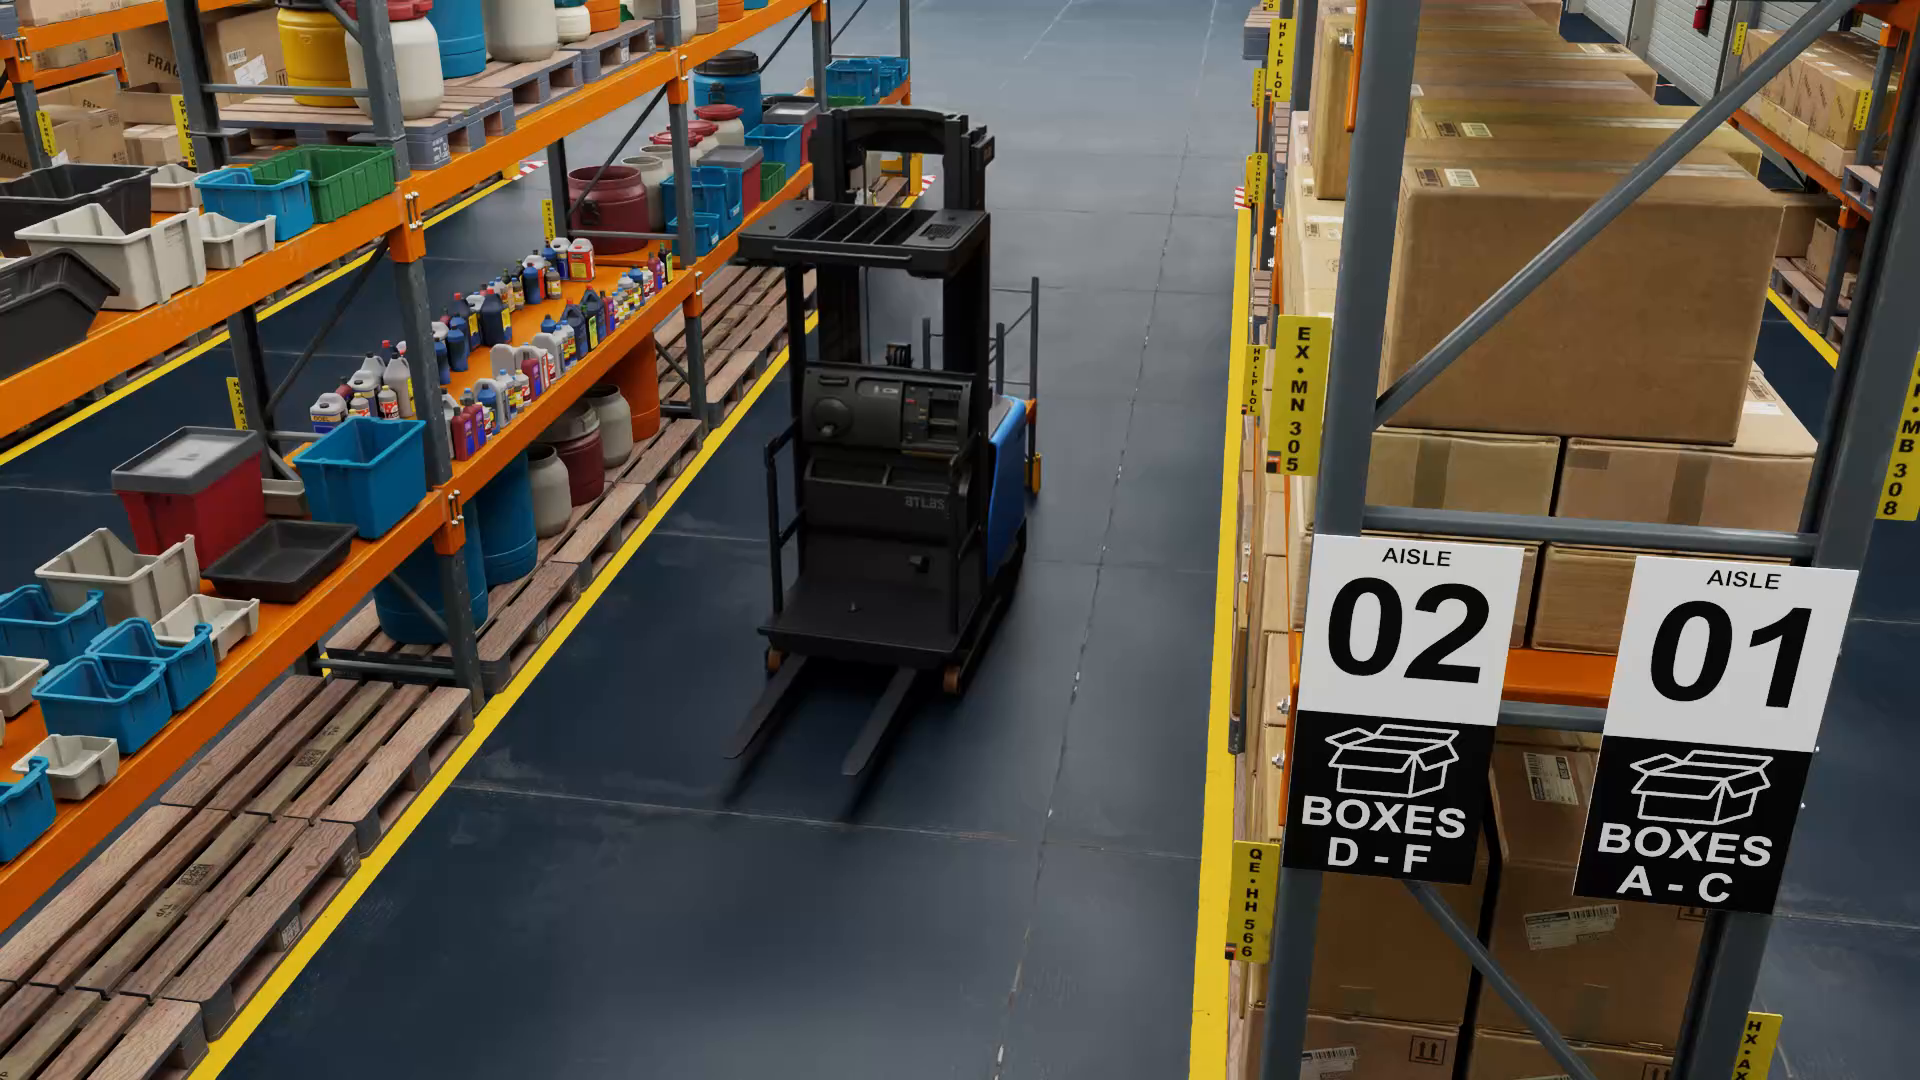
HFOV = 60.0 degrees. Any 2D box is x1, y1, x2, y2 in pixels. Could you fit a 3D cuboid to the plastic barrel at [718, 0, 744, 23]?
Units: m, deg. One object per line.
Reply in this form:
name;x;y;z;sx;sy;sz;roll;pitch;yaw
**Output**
plastic barrel;-1.925;-4.316;12.388;0.600;0.830;0.708;4;25;9

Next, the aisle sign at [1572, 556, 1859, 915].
aisle sign;1.477;0.401;3.288;0.394;0.787;0.004;4;25;9

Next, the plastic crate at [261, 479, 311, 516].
plastic crate;-3.251;-0.211;7.903;0.396;0.136;0.243;4;25;9

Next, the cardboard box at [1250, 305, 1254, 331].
cardboard box;2.512;-1.680;12.887;0.500;0.311;0.500;4;25;8

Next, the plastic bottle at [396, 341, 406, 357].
plastic bottle;-3.146;-0.983;9.458;0.152;0.276;0.135;4;25;9

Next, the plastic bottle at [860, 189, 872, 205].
plastic bottle;-1.009;-3.571;17.534;0.152;0.276;0.135;4;25;9

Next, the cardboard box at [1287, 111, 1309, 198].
cardboard box;1.528;-1.474;6.410;0.500;0.250;0.500;4;25;9

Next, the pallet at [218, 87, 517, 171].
pallet;-3.002;-2.096;8.373;1.213;0.211;1.003;4;25;9

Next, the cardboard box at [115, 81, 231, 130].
cardboard box;-6.805;-3.683;14.462;0.797;0.503;0.637;7;26;14

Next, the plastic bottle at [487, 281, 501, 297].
plastic bottle;-2.967;-1.511;10.592;0.097;0.271;0.097;0;25;0

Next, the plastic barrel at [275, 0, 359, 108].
plastic barrel;-3.085;-2.518;8.335;0.600;0.588;0.600;0;25;0

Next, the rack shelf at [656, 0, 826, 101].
rack shelf;-2.053;-4.030;13.132;1.077;0.370;4.000;4;25;9

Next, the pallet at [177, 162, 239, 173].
pallet;-6.983;-3.248;14.377;1.003;0.211;1.213;4;25;9

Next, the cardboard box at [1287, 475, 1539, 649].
cardboard box;1.022;0.006;3.838;0.500;0.250;0.500;4;25;9

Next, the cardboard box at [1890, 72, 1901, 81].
cardboard box;8.419;-3.826;14.655;0.500;0.500;0.500;4;25;8

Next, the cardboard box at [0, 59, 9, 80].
cardboard box;-11.181;-5.464;18.708;0.875;0.550;0.500;4;25;9

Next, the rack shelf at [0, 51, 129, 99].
rack shelf;-11.163;-5.074;18.900;1.077;0.370;4.000;4;25;9

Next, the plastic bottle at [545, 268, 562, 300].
plastic bottle;-2.719;-1.718;11.117;0.097;0.201;0.097;0;25;0

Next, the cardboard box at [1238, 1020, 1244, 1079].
cardboard box;1.229;1.936;5.800;0.500;0.250;0.500;4;25;9

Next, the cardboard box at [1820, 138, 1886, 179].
cardboard box;7.826;-3.308;14.432;0.500;0.250;0.500;4;25;9

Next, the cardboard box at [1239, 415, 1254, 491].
cardboard box;2.070;-0.493;10.696;0.500;0.500;0.500;3;25;7

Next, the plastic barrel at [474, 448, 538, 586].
plastic barrel;-2.812;-0.250;9.726;0.600;0.901;0.708;4;25;9

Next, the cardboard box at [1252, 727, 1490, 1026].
cardboard box;1.000;0.826;4.149;0.500;0.500;0.500;4;25;8

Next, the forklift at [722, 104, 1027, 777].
forklift;-0.446;-0.669;8.722;1.130;2.935;3.031;6;26;13

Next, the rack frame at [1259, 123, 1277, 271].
rack frame;2.506;-1.816;11.092;1.000;3.000;0.127;4;25;9

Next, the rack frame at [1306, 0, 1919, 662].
rack frame;1.199;-1.187;2.672;1.000;3.000;0.127;4;25;9

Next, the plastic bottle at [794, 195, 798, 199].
plastic bottle;-1.749;-3.549;17.492;0.097;0.271;0.097;0;25;0

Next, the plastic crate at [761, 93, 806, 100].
plastic crate;-1.813;-4.248;16.463;0.499;0.251;0.616;4;25;9

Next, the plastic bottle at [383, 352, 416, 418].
plastic bottle;-3.064;-0.863;9.113;0.144;0.351;0.185;4;25;9

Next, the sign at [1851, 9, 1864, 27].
sign;9.245;-5.441;17.098;0.100;0.325;0.005;4;25;9

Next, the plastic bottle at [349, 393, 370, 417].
plastic bottle;-3.215;-0.687;8.914;0.097;0.201;0.097;0;25;0

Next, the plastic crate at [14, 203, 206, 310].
plastic crate;-3.021;-1.026;6.004;0.437;0.282;0.530;4;25;9

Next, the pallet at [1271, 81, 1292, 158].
pallet;2.195;-2.119;8.421;1.213;0.211;1.003;4;25;9

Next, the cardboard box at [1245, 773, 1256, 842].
cardboard box;1.172;0.853;5.272;0.500;0.500;0.500;4;25;9

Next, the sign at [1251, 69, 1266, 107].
sign;2.612;-3.955;14.546;0.100;0.325;0.005;4;25;9

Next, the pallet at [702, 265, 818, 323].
pallet;-1.816;-2.240;15.286;1.003;0.211;1.213;4;25;9

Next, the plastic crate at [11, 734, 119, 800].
plastic crate;-3.077;0.785;5.776;0.250;0.136;0.298;4;25;9

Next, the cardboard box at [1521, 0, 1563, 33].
cardboard box;1.811;-1.794;6.209;0.700;0.500;0.500;4;25;9

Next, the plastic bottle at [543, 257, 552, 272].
plastic bottle;-2.832;-1.825;11.345;0.097;0.201;0.097;0;25;0

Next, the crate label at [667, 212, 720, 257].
crate label;-1.941;-2.235;12.185;0.303;0.233;0.416;4;25;9

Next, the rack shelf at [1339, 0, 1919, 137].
rack shelf;1.525;-1.697;4.612;1.077;0.370;4.000;4;25;9

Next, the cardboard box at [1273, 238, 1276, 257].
cardboard box;2.380;-2.098;11.990;0.380;0.149;0.250;4;25;9

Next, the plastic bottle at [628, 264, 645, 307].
plastic bottle;-2.132;-1.679;10.951;0.097;0.271;0.097;0;25;0

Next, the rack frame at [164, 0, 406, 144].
rack frame;-3.034;-3.205;6.983;1.000;3.000;0.127;4;25;9

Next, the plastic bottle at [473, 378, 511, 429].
plastic bottle;-2.523;-0.752;8.965;0.152;0.276;0.135;4;25;9

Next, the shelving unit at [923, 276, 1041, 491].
shelving unit;0.145;-0.857;10.812;0.587;1.500;1.083;6;26;13

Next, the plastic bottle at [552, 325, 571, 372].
plastic bottle;-2.347;-1.128;9.773;0.097;0.271;0.097;0;25;0

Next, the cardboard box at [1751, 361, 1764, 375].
cardboard box;1.628;-0.393;4.100;0.500;0.250;0.500;4;25;9

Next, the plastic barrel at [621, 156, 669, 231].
plastic barrel;-2.423;-2.657;12.755;0.421;0.512;0.421;0;25;0

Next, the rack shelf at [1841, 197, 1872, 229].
rack shelf;7.721;-1.985;12.302;1.077;0.370;4.000;4;25;9

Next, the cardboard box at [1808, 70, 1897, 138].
cardboard box;7.896;-3.857;14.720;0.500;0.500;0.500;4;25;8

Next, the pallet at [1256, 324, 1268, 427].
pallet;2.193;-0.916;9.394;1.003;0.211;1.213;4;25;9

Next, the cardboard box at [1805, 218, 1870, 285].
cardboard box;8.178;-2.652;15.306;0.500;0.500;0.500;2;25;5

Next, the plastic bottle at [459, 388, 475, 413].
plastic bottle;-2.649;-0.719;8.982;0.097;0.201;0.097;0;25;0

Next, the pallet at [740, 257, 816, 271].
pallet;-1.576;-2.849;16.588;1.003;0.211;1.213;4;25;9
